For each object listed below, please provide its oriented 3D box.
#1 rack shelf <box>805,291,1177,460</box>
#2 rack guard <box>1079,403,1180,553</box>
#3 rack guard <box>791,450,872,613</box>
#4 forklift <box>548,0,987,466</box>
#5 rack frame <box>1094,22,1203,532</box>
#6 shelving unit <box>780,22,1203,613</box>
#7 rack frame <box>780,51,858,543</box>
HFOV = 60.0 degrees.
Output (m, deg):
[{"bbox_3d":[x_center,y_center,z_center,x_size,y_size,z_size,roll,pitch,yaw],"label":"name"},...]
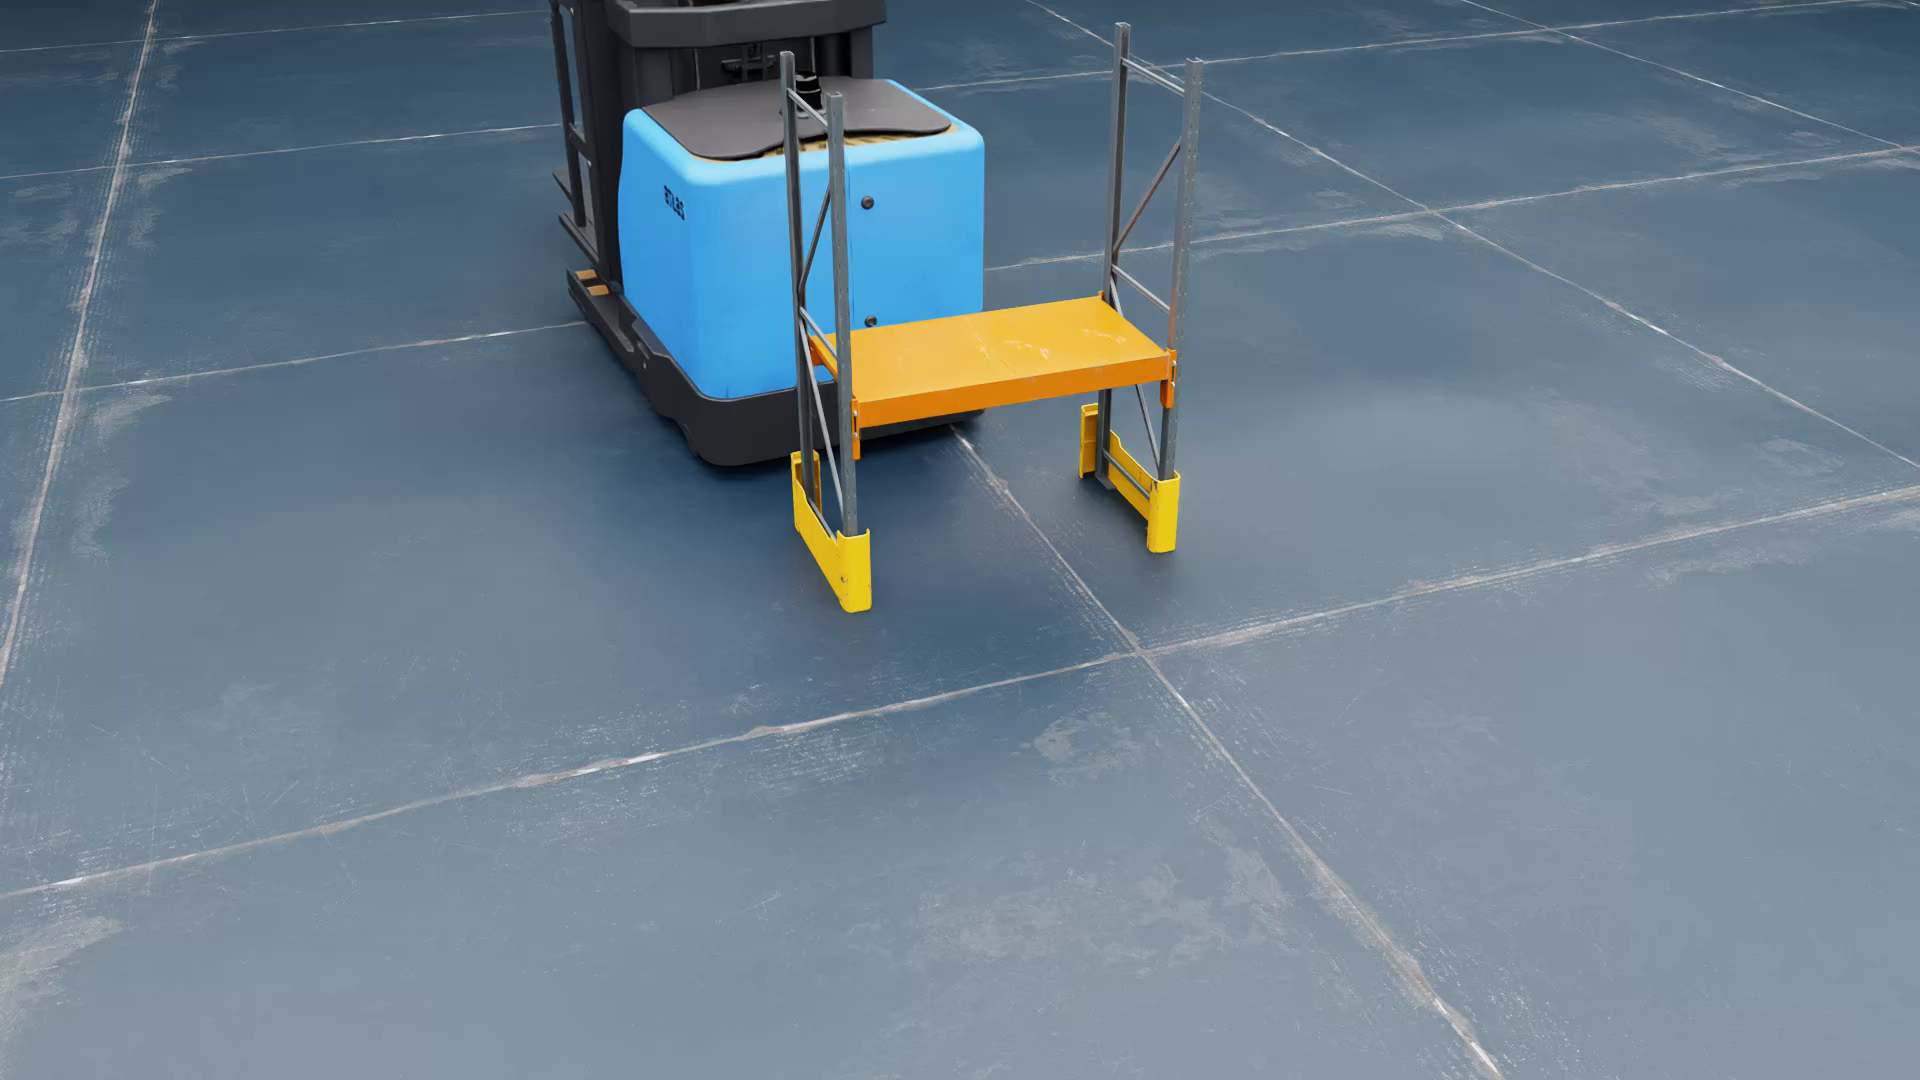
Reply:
[{"bbox_3d":[0.080,-0.510,4.994,1.000,0.185,0.538,-10,31,-18],"label":"rack shelf"},{"bbox_3d":[0.538,-0.208,5.362,0.087,0.250,0.587,-10,31,-18],"label":"rack guard"},{"bbox_3d":[-0.395,-0.036,5.060,0.087,0.250,0.587,-10,31,-18],"label":"rack guard"},{"bbox_3d":[-0.984,-2.228,6.199,1.130,2.935,3.031,-13,32,-22],"label":"forklift"},{"bbox_3d":[0.556,-0.754,5.059,0.032,1.500,0.500,-10,31,-18],"label":"rack frame"},{"bbox_3d":[0.071,-0.665,4.902,1.083,1.500,0.587,-10,31,-18],"label":"shelving unit"},{"bbox_3d":[-0.396,-0.579,4.751,0.032,1.500,0.500,-10,31,-18],"label":"rack frame"}]
